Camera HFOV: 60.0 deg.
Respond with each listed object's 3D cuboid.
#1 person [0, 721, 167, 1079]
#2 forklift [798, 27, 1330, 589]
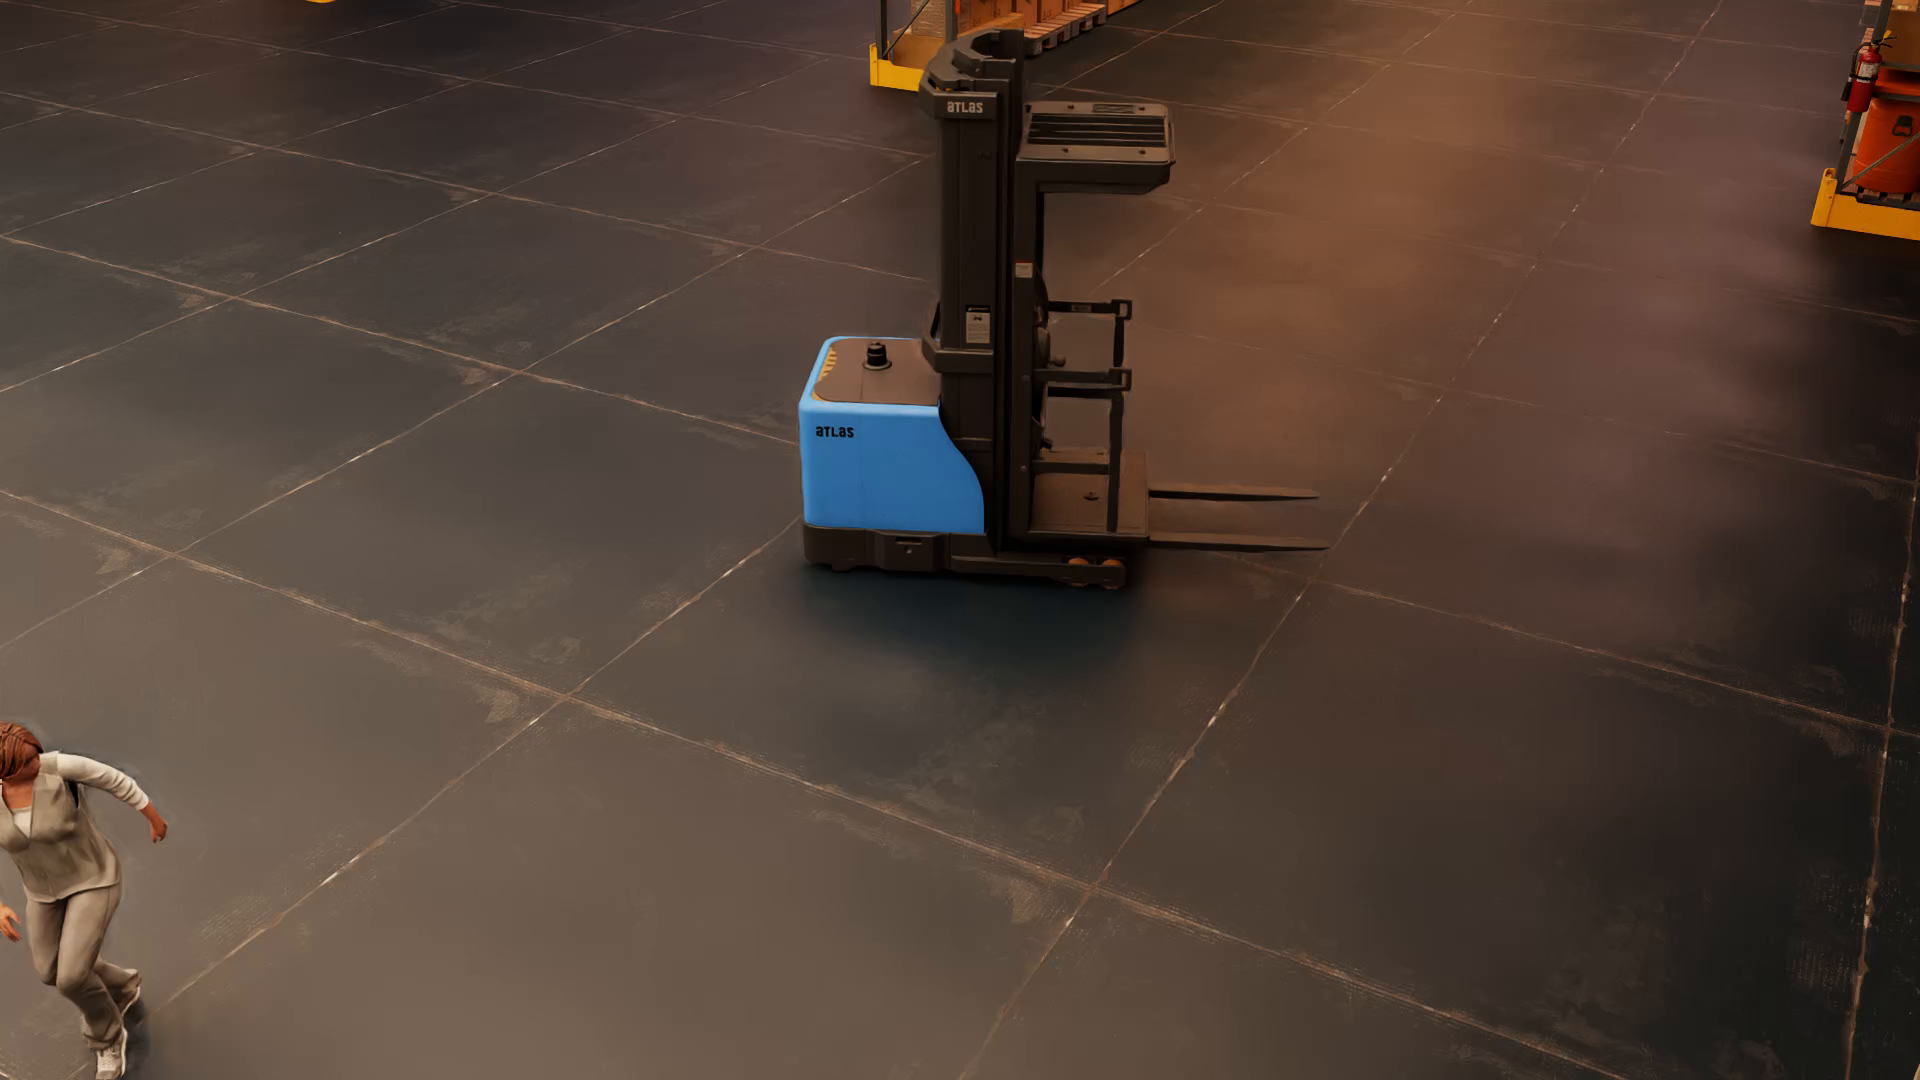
[{"bbox_3d":[-3.353,1.315,6.234,0.513,1.582,0.689,2,30,4],"label":"person"},{"bbox_3d":[0.634,-1.267,9.266,3.031,2.935,1.130,3,30,4],"label":"forklift"}]
